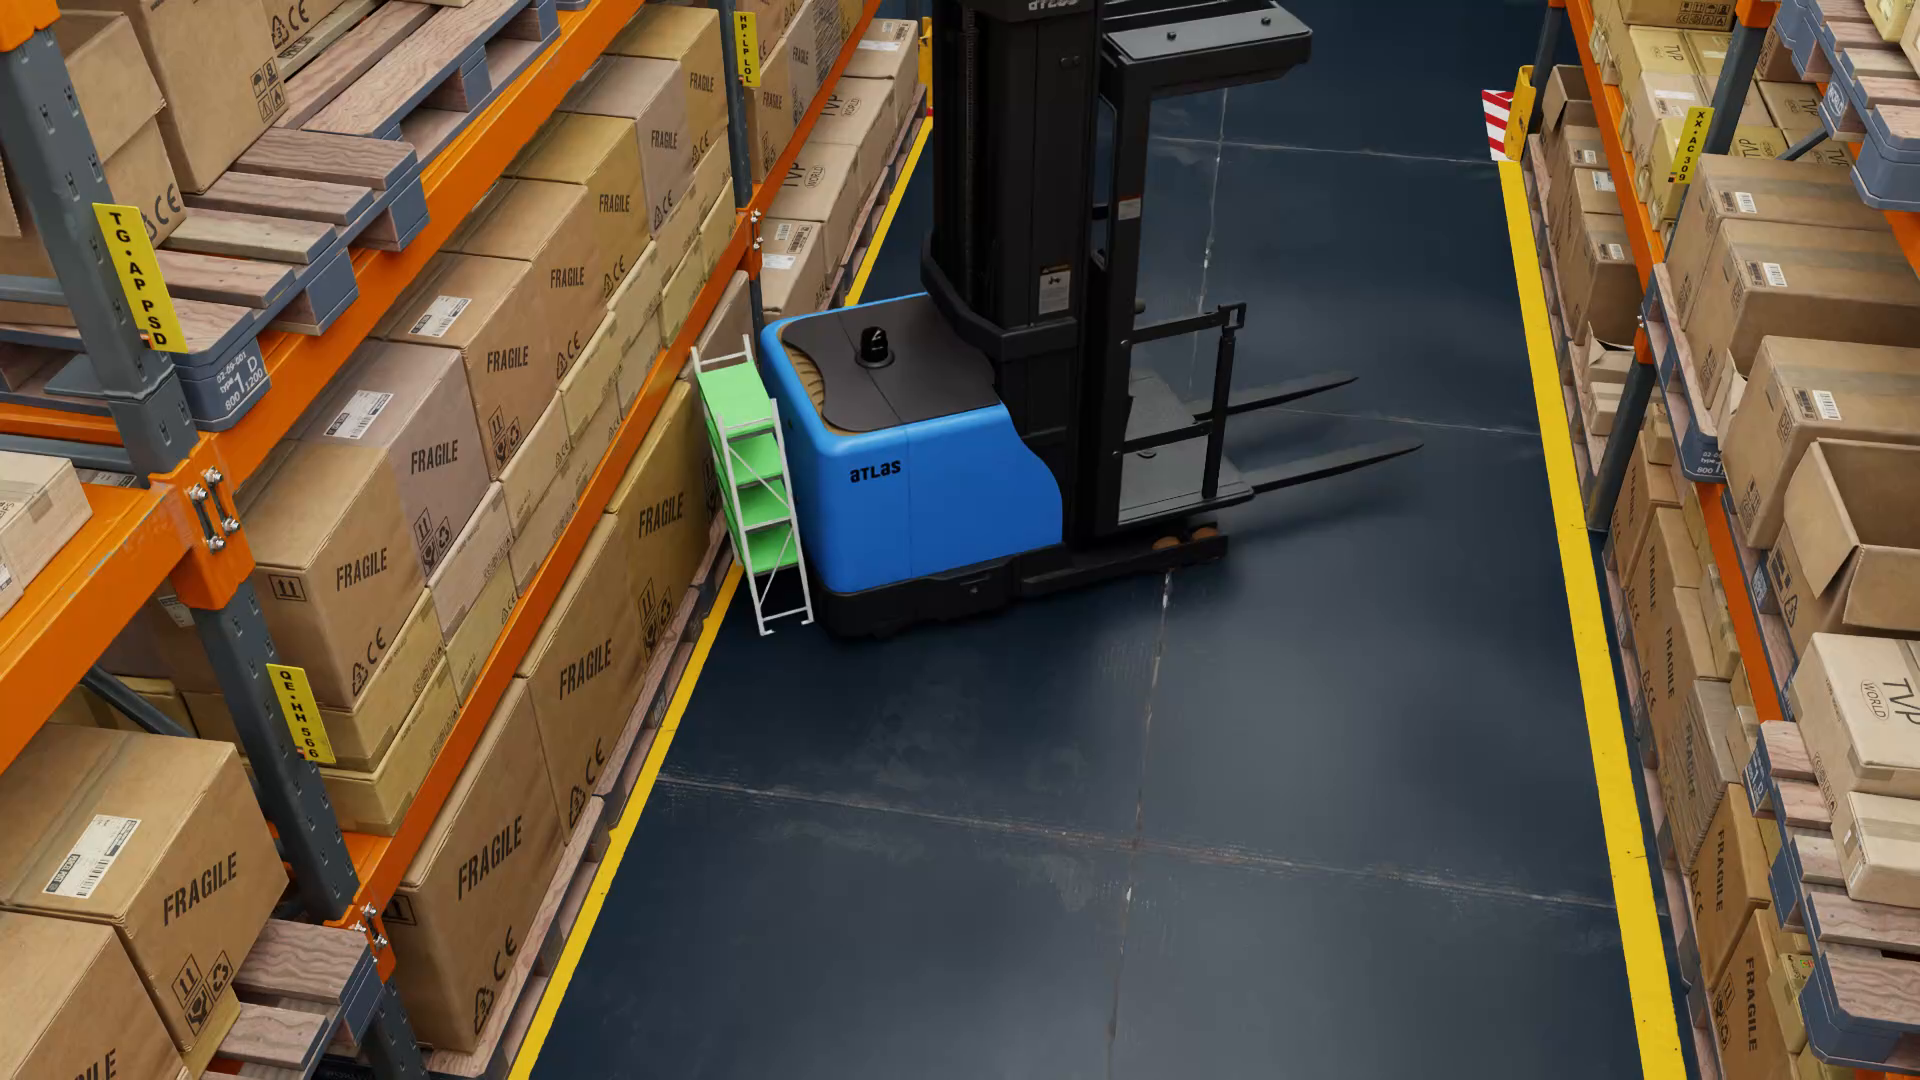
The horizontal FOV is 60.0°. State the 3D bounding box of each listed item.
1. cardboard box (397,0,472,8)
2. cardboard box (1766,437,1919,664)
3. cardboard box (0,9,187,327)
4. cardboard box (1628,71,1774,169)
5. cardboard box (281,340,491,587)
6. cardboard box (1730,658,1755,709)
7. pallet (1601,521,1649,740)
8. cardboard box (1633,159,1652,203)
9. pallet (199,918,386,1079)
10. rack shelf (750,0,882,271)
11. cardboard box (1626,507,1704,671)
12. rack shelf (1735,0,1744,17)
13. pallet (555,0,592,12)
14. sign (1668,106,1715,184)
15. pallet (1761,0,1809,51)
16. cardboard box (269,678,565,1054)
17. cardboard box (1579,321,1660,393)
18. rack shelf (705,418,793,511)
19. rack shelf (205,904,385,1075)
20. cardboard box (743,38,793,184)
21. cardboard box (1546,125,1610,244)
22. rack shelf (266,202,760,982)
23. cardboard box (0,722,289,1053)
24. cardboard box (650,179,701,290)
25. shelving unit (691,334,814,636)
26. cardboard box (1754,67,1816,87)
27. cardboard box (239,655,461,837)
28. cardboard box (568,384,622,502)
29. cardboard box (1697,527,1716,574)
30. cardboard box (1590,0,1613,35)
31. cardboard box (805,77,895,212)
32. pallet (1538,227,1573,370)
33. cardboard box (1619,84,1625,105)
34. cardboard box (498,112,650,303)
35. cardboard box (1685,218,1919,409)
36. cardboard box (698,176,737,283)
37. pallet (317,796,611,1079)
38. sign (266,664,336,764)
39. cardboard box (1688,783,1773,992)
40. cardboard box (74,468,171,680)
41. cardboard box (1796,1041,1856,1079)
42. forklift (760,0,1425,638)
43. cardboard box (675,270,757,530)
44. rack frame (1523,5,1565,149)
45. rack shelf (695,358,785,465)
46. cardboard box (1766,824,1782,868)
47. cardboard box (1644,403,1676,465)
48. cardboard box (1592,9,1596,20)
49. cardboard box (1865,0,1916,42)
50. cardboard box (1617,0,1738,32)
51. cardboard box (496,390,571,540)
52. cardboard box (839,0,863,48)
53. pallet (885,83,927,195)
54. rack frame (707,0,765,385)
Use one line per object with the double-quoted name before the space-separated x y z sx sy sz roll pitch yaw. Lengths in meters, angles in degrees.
"cardboard box" -1.624 -1.749 5.011 0.380 0.166 0.250 10 41 11
"cardboard box" 2.853 0.085 4.883 0.797 0.503 0.637 6 40 7
"cardboard box" -2.220 -0.825 3.629 0.797 0.503 0.637 4 40 5
"cardboard box" 3.365 -1.898 7.576 0.500 0.250 0.500 7 40 8
"cardboard box" -1.734 -0.233 4.814 0.500 0.500 0.500 7 40 8
"cardboard box" 2.939 0.567 5.833 0.380 0.149 0.250 7 40 8
"pallet" 3.342 0.410 7.088 1.003 0.211 1.213 6 40 8
"cardboard box" 3.296 -1.642 7.579 0.380 0.149 0.250 7 40 9
"pallet" -2.155 1.319 3.951 1.213 0.211 1.003 6 40 8
"rack shelf" -1.098 -2.702 9.229 1.077 0.370 4.000 6 40 8
"cardboard box" 3.057 0.236 6.742 0.500 0.500 0.500 6 40 7
"rack shelf" 3.791 -3.313 7.614 1.077 0.370 4.000 6 40 8
"pallet" -1.554 -2.226 5.884 0.805 0.209 1.217 5 40 6
"sign" 2.909 -1.568 6.613 0.100 0.325 0.005 6 40 8
"pallet" 3.263 -1.861 5.440 1.213 0.211 1.003 6 40 8
"cardboard box" -1.935 1.019 5.501 0.875 0.875 0.875 6 40 7
"cardboard box" 3.314 -0.893 8.292 0.396 0.266 0.258 8 40 9
"rack shelf" -0.884 -0.349 6.940 0.258 0.148 0.480 -15 42 -11
"rack shelf" -2.483 2.319 3.156 1.077 0.370 4.000 6 40 8
"cardboard box" -1.105 -2.028 7.771 0.500 0.500 0.500 8 40 9
"cardboard box" 3.752 -1.982 9.426 0.700 0.500 0.500 8 40 9
"rack shelf" -1.790 -0.192 6.192 1.077 0.370 4.000 6 40 8
"cardboard box" -1.941 0.787 3.802 0.500 0.500 0.500 5 40 6
"cardboard box" -1.360 -1.241 6.622 0.500 0.250 0.500 7 40 9
"shelving unit" -0.872 -0.216 7.055 0.258 1.200 0.503 -15 42 -11
"cardboard box" 3.968 -2.156 7.888 0.500 0.250 0.500 7 40 9
"cardboard box" -1.804 0.565 4.831 0.500 0.250 0.500 6 40 7
"cardboard box" -1.554 -0.398 5.995 0.500 0.250 0.500 6 40 8
"cardboard box" 3.082 0.086 6.414 0.380 0.149 0.250 6 40 7
"cardboard box" 3.622 -2.856 8.735 0.500 0.250 0.500 6 40 7
"cardboard box" -0.918 -2.408 9.990 0.875 0.438 0.875 7 40 9
"pallet" 3.774 -1.303 9.161 1.003 0.211 1.213 6 40 8
"cardboard box" 3.536 -2.277 8.347 0.380 0.149 0.250 6 40 8
"cardboard box" -1.464 -1.198 5.982 0.500 0.500 0.500 8 40 9
"cardboard box" 3.051 -0.776 5.926 0.700 0.500 0.500 7 40 8
"cardboard box" -1.274 -1.357 7.155 0.500 0.250 0.500 5 40 7
"pallet" -1.926 1.375 5.922 1.003 0.211 1.213 6 40 8
"sign" -1.600 0.424 4.036 0.100 0.325 0.005 6 40 8
"cardboard box" 2.799 1.202 5.574 0.500 0.500 0.500 8 40 10
"cardboard box" -2.305 0.009 4.522 0.500 0.500 0.500 5 40 6
"cardboard box" 2.589 1.545 4.650 0.380 0.149 0.250 5 40 5
"forklift" 0.691 -1.284 7.003 3.031 2.935 1.130 -13 41 -15
"cardboard box" -1.473 -0.669 7.543 0.875 0.875 0.875 8 40 9
"rack frame" 4.137 -3.689 9.858 1.000 3.000 0.127 6 40 8
"rack shelf" -0.900 -0.530 6.783 0.258 0.148 0.480 -15 42 -11
"cardboard box" 2.785 1.049 5.250 0.380 0.149 0.250 8 40 9
"cardboard box" 3.121 -0.432 7.041 0.380 0.149 0.250 8 40 10
"cardboard box" 3.696 -2.931 9.138 0.380 0.149 0.250 8 40 9
"cardboard box" 2.775 -1.495 4.640 0.380 0.149 0.250 7 40 9
"cardboard box" 3.534 -2.839 8.125 0.500 0.500 0.500 7 40 9
"cardboard box" -1.617 -0.275 5.454 0.500 0.250 0.500 6 40 8
"cardboard box" -0.833 -2.978 8.920 0.500 0.500 0.500 8 40 9
"pallet" -0.813 -2.649 10.789 1.003 0.211 1.213 6 40 8
"rack frame" -1.444 -1.724 7.481 1.000 3.000 0.127 6 40 8
